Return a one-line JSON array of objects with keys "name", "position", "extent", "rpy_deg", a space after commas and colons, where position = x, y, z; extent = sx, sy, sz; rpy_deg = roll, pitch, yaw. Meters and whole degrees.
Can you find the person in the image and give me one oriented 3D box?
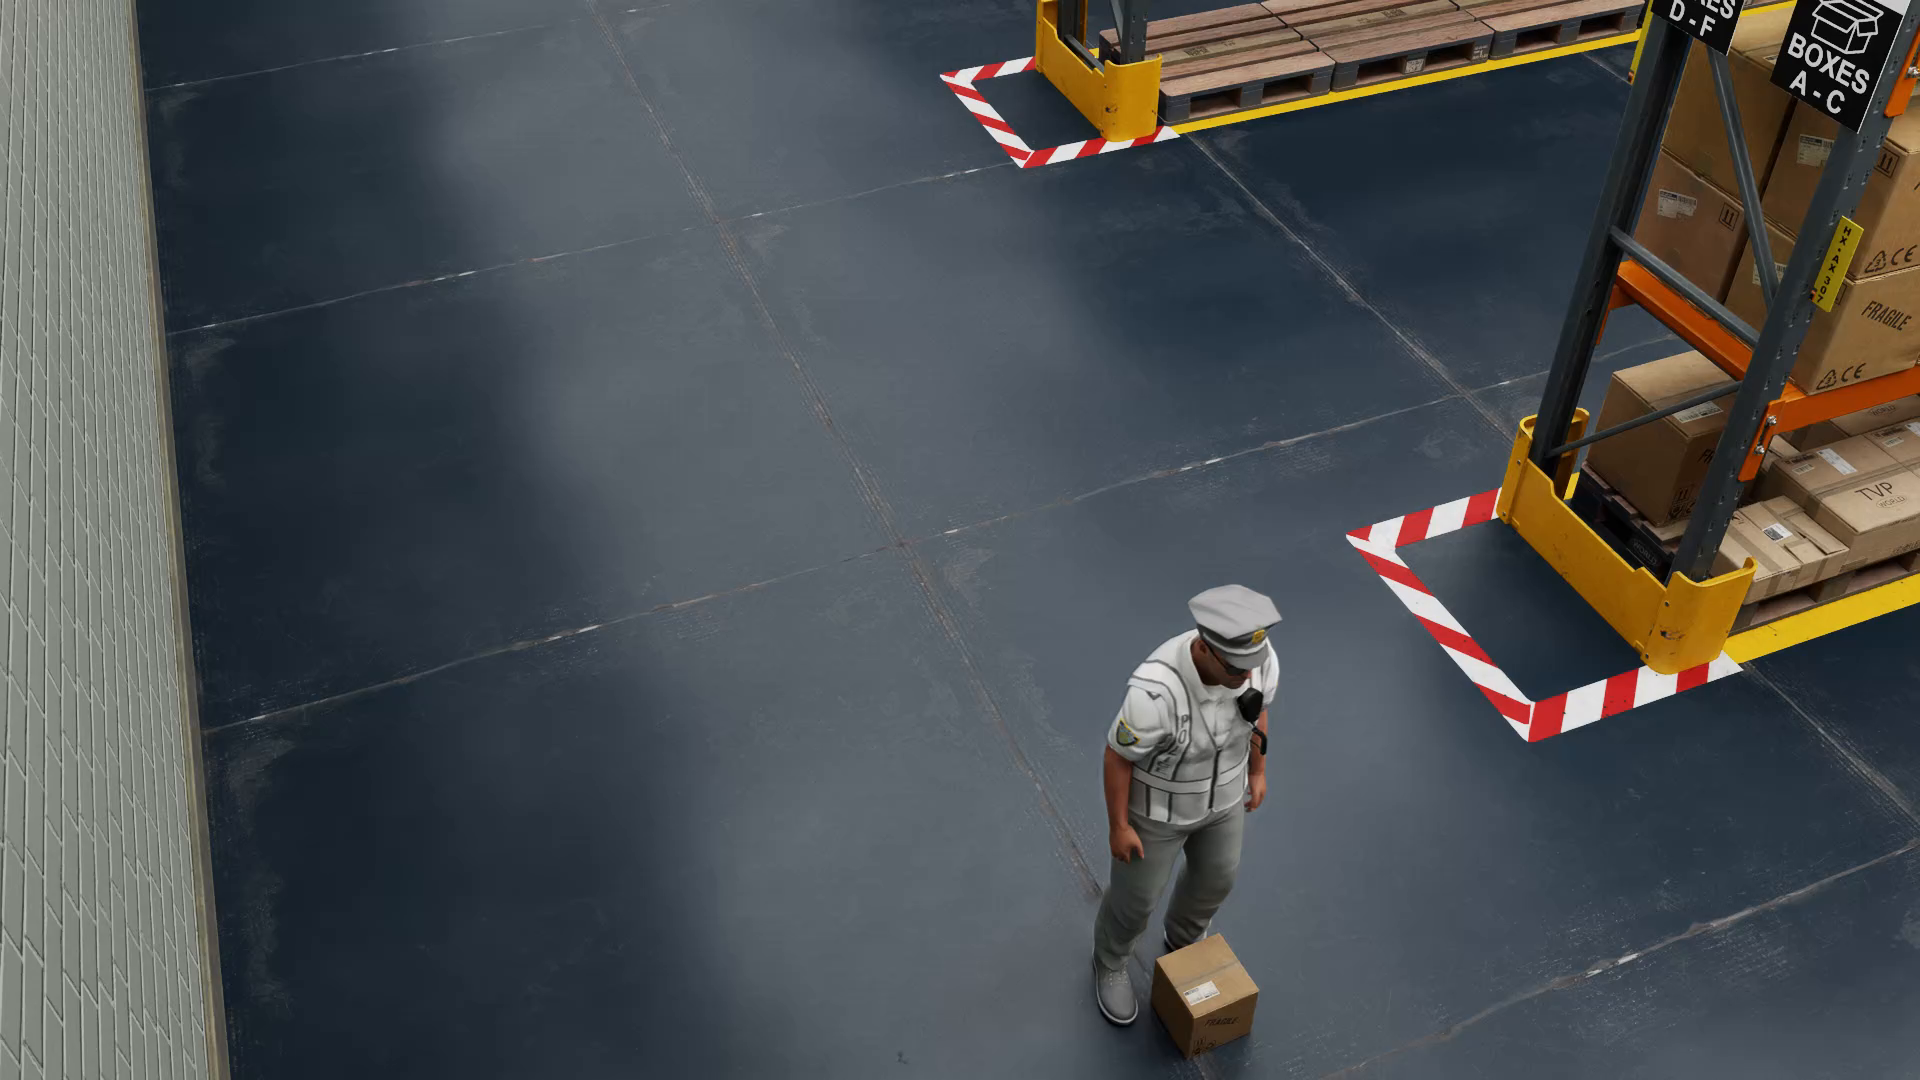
[{"name": "person", "position": [0.711, 0.807, 5.240], "extent": [0.606, 1.748, 0.478], "rpy_deg": [-18, 45, -19]}]
